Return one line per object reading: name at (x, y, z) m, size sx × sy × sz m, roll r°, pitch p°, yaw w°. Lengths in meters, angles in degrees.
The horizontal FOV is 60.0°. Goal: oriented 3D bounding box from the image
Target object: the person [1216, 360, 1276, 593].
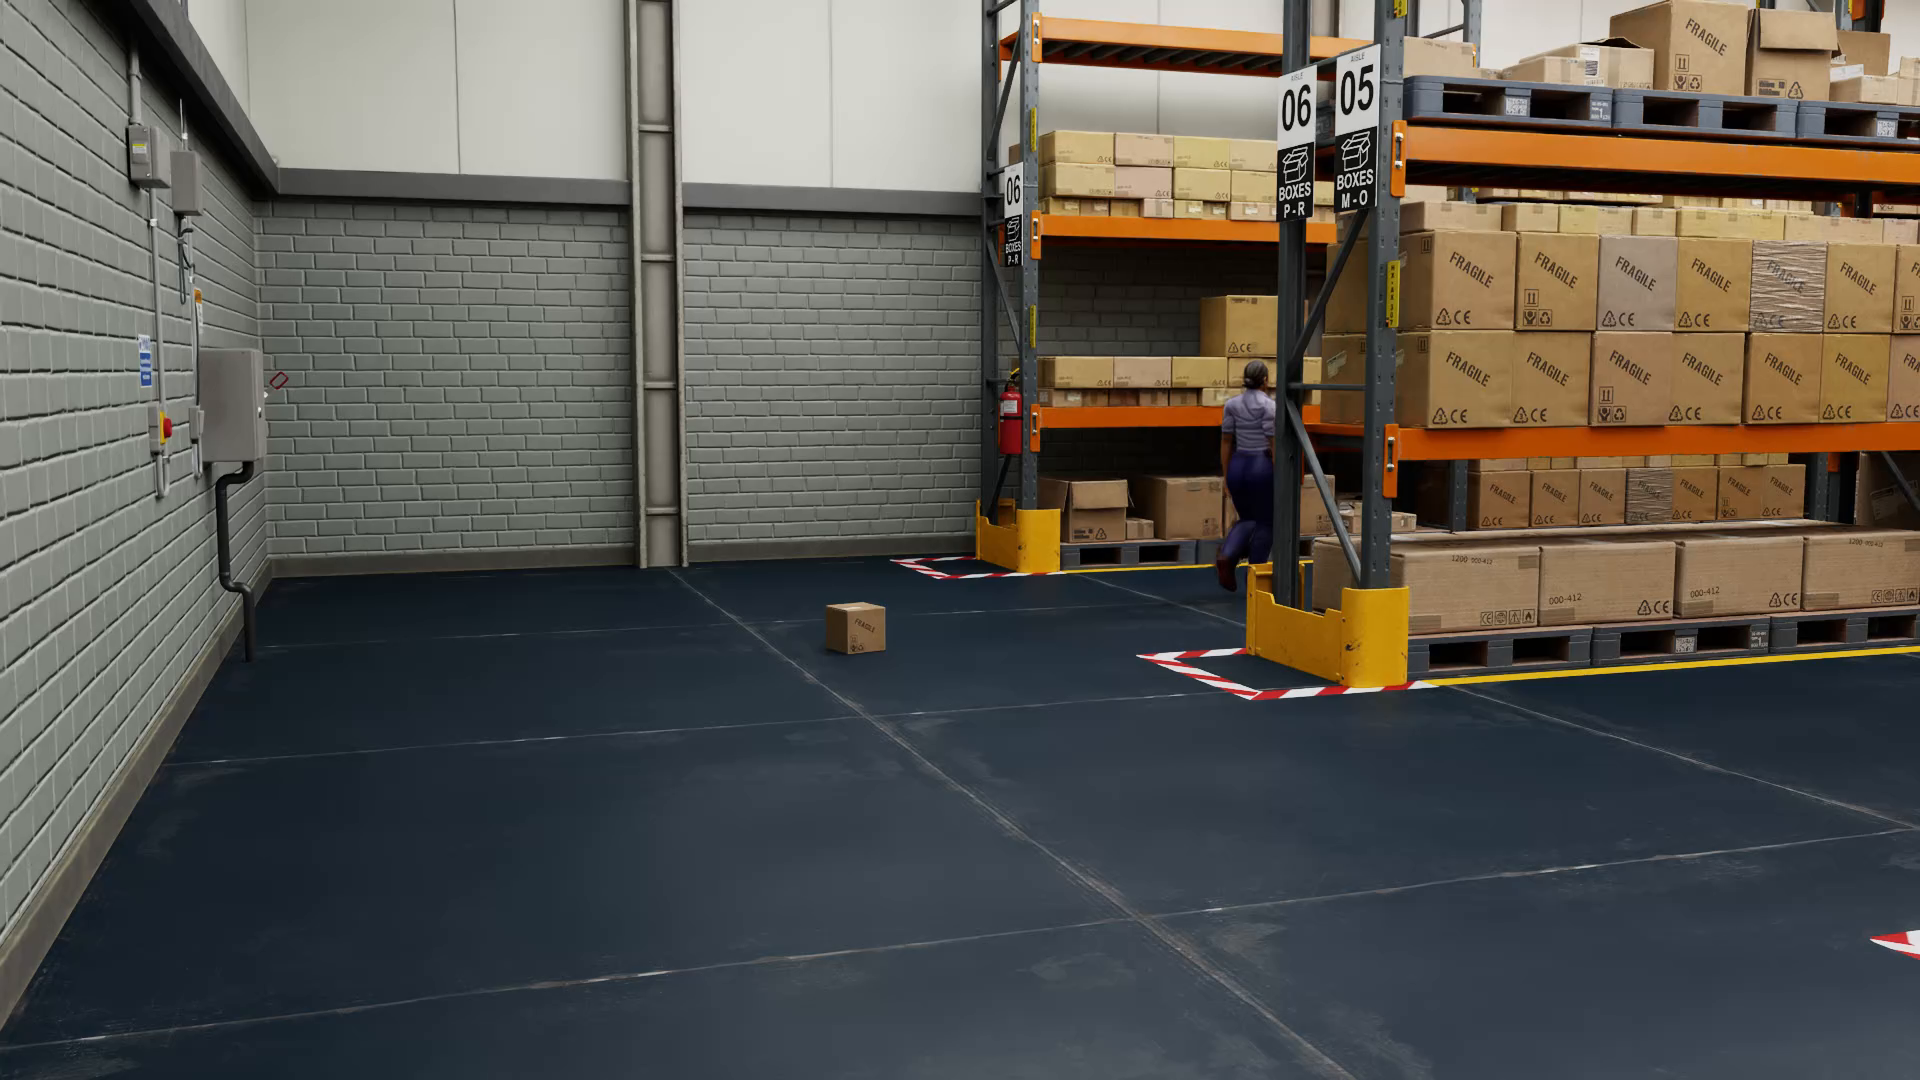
person at (2.078, -0.441, 11.697) m, size 0.470 × 1.637 × 0.482 m, roll -6°, pitch 8°, yaw -43°
